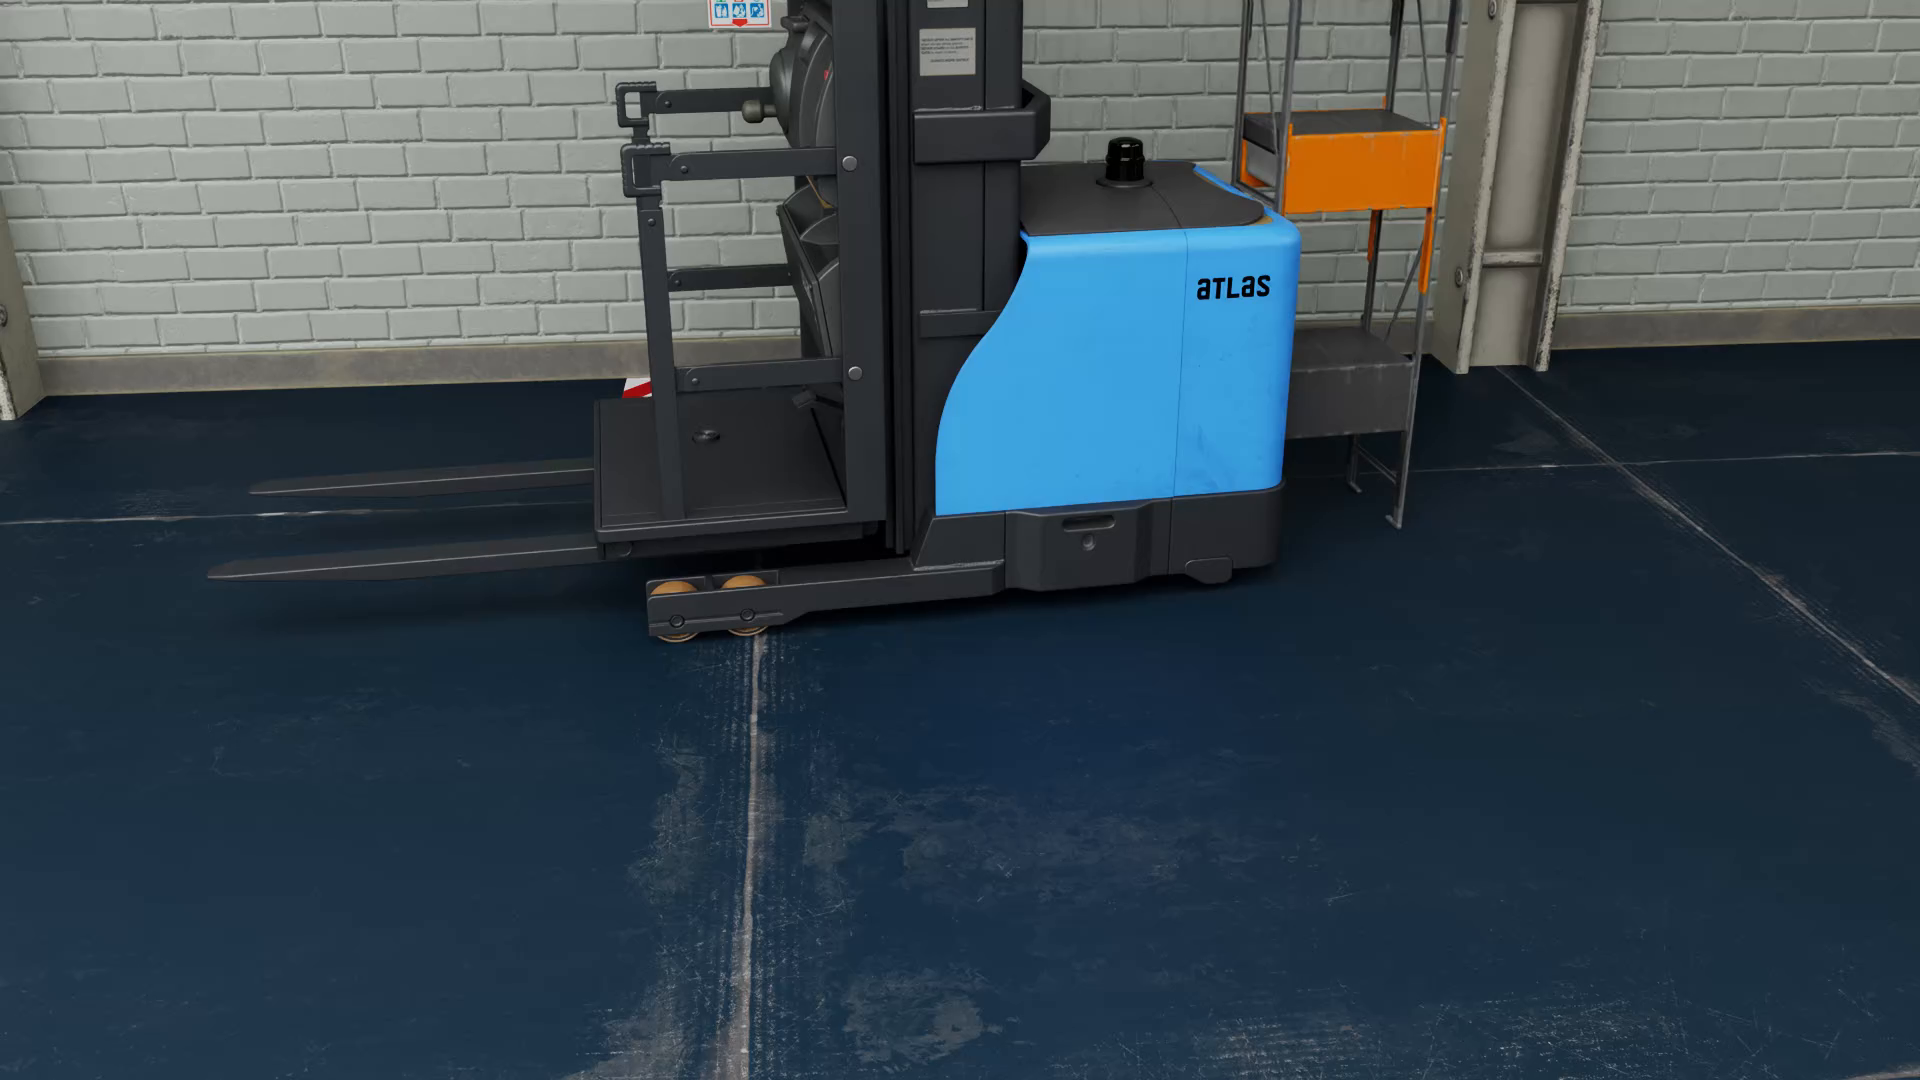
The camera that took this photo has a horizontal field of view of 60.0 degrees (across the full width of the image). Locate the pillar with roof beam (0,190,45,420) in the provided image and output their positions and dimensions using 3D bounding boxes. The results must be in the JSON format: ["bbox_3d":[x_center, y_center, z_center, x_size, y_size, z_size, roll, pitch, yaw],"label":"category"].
[{"bbox_3d":[-3.349,-2.880,0.650,0.400,9.000,9.100,-2,24,-5],"label":"pillar with roof beam"}]

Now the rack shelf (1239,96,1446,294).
[{"bbox_3d":[1.128,-1.042,5.042,0.480,0.518,0.431,-5,24,-10],"label":"rack shelf"}]

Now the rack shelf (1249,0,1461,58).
[{"bbox_3d":[1.129,-1.682,4.758,0.480,0.518,0.431,-5,24,-10],"label":"rack shelf"}]

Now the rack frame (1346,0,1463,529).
[{"bbox_3d":[1.367,-1.074,5.081,0.015,2.100,0.400,-5,24,-10],"label":"rack frame"}]

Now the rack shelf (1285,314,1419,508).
[{"bbox_3d":[1.128,-0.402,5.327,0.480,0.518,0.431,-5,24,-10],"label":"rack shelf"}]

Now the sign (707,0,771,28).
[{"bbox_3d":[-0.825,-2.071,6.172,0.234,0.329,0.001,-2,24,-5],"label":"sign"}]

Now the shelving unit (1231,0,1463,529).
[{"bbox_3d":[1.128,-1.054,5.037,0.503,2.100,0.431,-5,24,-10],"label":"shelving unit"}]

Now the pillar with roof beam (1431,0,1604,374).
[{"bbox_3d":[2.622,-3.119,1.189,0.400,9.000,9.100,-2,24,-5],"label":"pillar with roof beam"}]

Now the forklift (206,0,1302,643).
[{"bbox_3d":[-0.611,-1.289,4.542,3.031,2.935,1.130,-5,24,-10],"label":"forklift"}]

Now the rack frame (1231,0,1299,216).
[{"bbox_3d":[0.889,-1.035,4.993,0.015,2.100,0.400,-5,24,-10],"label":"rack frame"}]
